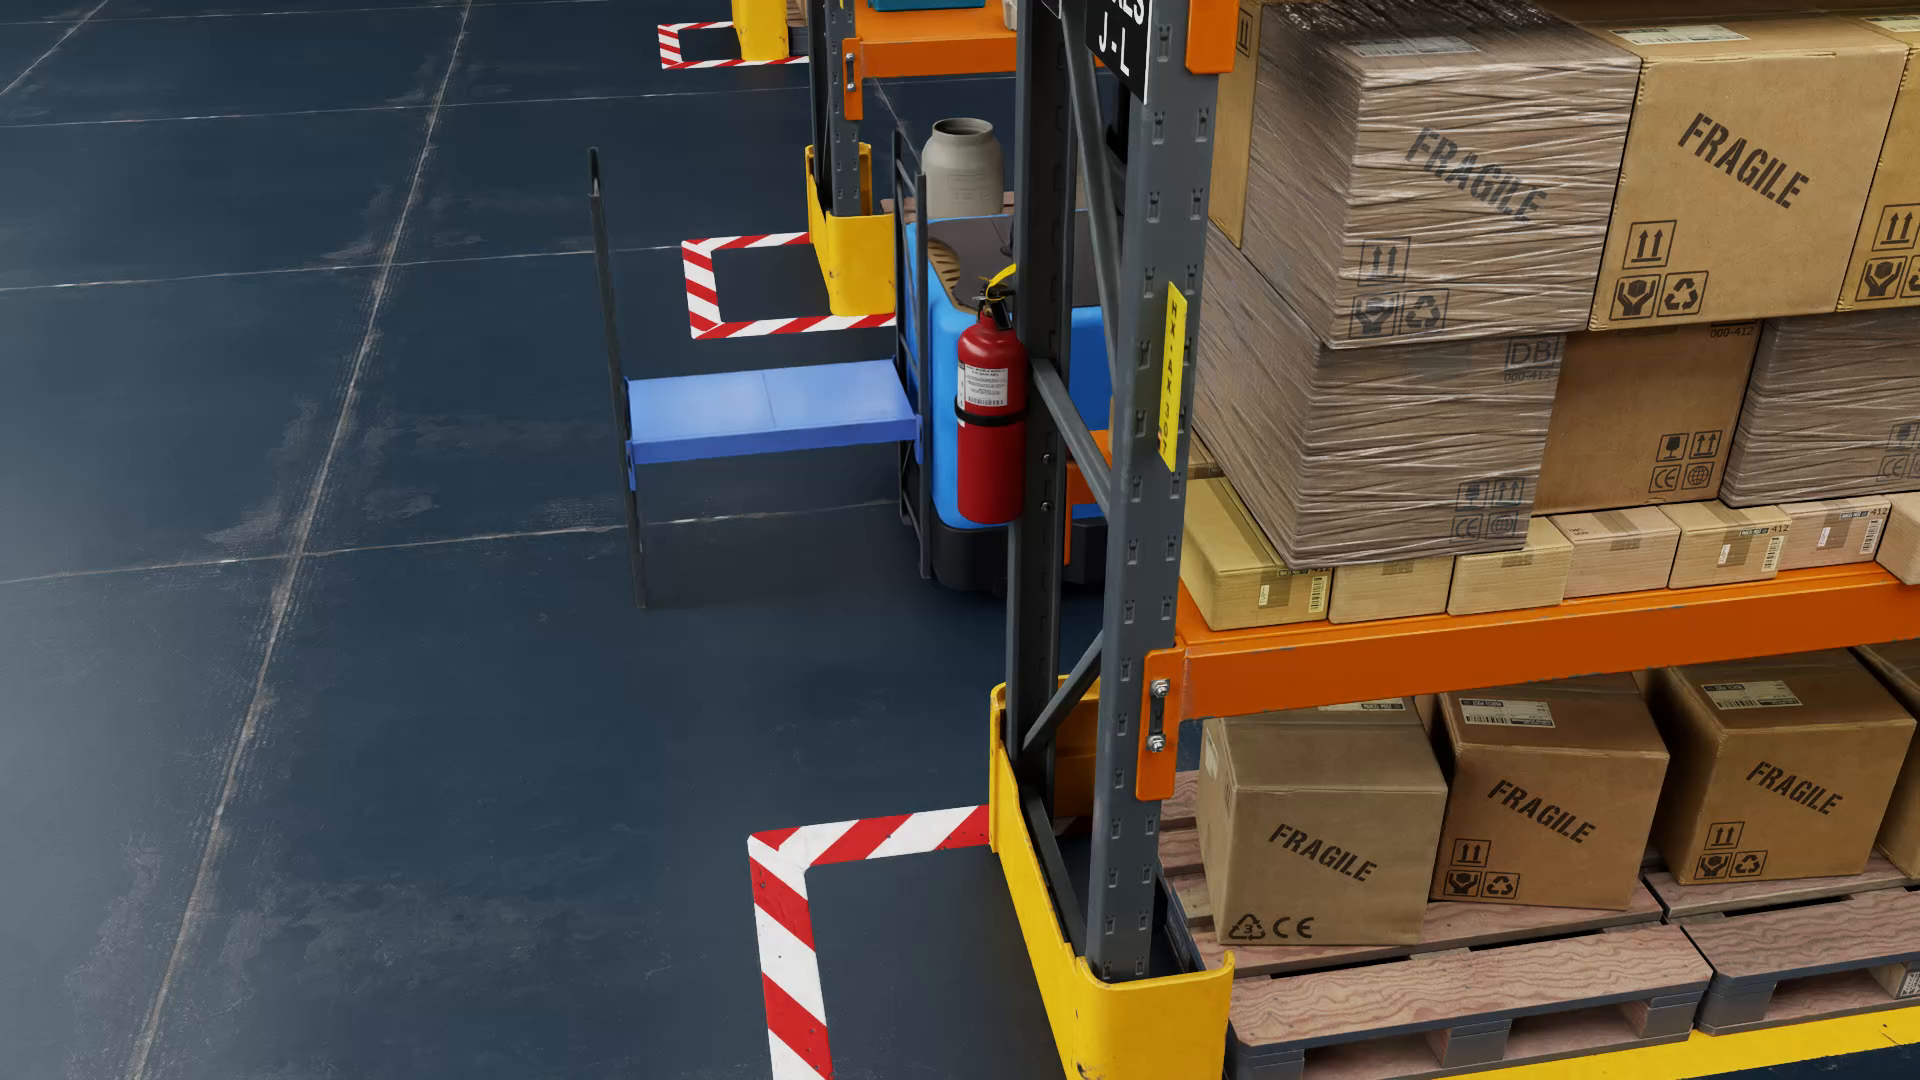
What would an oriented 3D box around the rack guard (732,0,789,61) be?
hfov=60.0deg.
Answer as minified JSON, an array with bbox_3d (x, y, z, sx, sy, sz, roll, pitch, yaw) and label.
[{"bbox_3d":[-1.531,-4.042,12.630,0.348,0.500,1.175,-5,31,-9],"label":"rack guard"}]

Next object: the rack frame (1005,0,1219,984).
[{"bbox_3d":[0.273,-0.182,3.600,0.127,3.000,1.000,-5,31,-9],"label":"rack frame"}]

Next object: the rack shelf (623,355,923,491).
[{"bbox_3d":[-0.667,-0.422,5.843,1.000,0.185,0.538,-6,31,-10],"label":"rack shelf"}]

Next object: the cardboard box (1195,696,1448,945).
[{"bbox_3d":[0.890,0.666,4.210,0.500,0.500,0.500,0,30,0],"label":"cardboard box"}]

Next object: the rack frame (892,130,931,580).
[{"bbox_3d":[-0.169,-0.628,5.838,0.032,1.500,0.500,-6,31,-10],"label":"rack frame"}]

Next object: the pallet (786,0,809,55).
[{"bbox_3d":[-0.763,-4.010,12.861,1.213,0.211,1.003,-5,31,-9],"label":"pallet"}]

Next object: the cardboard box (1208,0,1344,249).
[{"bbox_3d":[0.769,-0.958,3.541,0.500,0.500,0.500,-5,31,-9],"label":"cardboard box"}]

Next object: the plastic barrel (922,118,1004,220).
[{"bbox_3d":[0.014,-1.858,8.491,0.421,0.512,0.421,0,30,0],"label":"plastic barrel"}]

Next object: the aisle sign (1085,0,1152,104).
[{"bbox_3d":[0.266,-1.147,2.677,0.004,0.787,0.394,-5,31,-9],"label":"aisle sign"}]

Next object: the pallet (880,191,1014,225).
[{"bbox_3d":[0.247,-1.551,8.680,1.213,0.211,1.003,-5,31,-9],"label":"pallet"}]

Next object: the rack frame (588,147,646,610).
[{"bbox_3d":[-1.165,-0.526,5.665,0.032,1.500,0.500,-6,31,-10],"label":"rack frame"}]

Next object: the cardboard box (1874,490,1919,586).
[{"bbox_3d":[2.089,-0.069,3.657,0.250,0.149,0.380,-5,31,-9],"label":"cardboard box"}]

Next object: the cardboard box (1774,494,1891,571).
[{"bbox_3d":[1.825,-0.098,3.706,0.250,0.149,0.380,-5,31,-9],"label":"cardboard box"}]

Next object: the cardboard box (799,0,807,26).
[{"bbox_3d":[-0.940,-4.055,12.486,0.500,0.250,0.500,-5,31,-9],"label":"cardboard box"}]

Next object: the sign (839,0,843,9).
[{"bbox_3d":[-0.524,-2.496,7.263,0.005,0.325,0.100,-5,31,-9],"label":"sign"}]

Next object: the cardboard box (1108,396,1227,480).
[{"bbox_3d":[0.516,-0.203,3.883,0.250,0.149,0.380,-5,31,-9],"label":"cardboard box"}]

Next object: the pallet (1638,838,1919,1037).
[{"bbox_3d":[2.351,0.847,4.601,1.213,0.211,1.003,-5,31,-9],"label":"pallet"}]

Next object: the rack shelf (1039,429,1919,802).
[{"bbox_3d":[2.240,-0.054,4.093,4.000,0.370,1.077,-5,31,-9],"label":"rack shelf"}]

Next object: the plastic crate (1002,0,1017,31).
[{"bbox_3d":[0.319,-2.459,7.733,0.250,0.136,0.298,-5,31,-9],"label":"plastic crate"}]

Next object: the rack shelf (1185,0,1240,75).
[{"bbox_3d":[2.240,-1.347,3.333,4.000,0.370,1.077,-5,31,-9],"label":"rack shelf"}]

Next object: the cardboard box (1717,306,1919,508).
[{"bbox_3d":[1.789,-0.519,3.782,0.500,0.500,0.875,-5,31,-9],"label":"cardboard box"}]

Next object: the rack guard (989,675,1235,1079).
[{"bbox_3d":[0.348,0.889,4.246,0.348,0.500,1.175,-5,31,-9],"label":"rack guard"}]

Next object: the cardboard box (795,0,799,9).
[{"bbox_3d":[-1.033,-4.313,12.925,0.500,0.250,0.500,-5,31,-9],"label":"cardboard box"}]

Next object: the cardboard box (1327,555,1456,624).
[{"bbox_3d":[0.846,0.006,3.528,0.250,0.149,0.380,-5,31,-9],"label":"cardboard box"}]

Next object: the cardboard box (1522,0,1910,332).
[{"bbox_3d":[1.356,-0.741,3.172,0.500,0.500,0.500,-5,31,-9],"label":"cardboard box"}]

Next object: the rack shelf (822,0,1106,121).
[{"bbox_3d":[1.348,-2.524,8.293,4.000,0.370,1.077,-5,31,-9],"label":"rack shelf"}]

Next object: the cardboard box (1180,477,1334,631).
[{"bbox_3d":[0.596,0.019,3.506,0.250,0.149,0.380,-5,31,-9],"label":"cardboard box"}]

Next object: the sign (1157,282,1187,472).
[{"bbox_3d":[0.371,-0.285,2.921,0.005,0.325,0.100,-5,31,-9],"label":"sign"}]

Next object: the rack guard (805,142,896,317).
[{"bbox_3d":[-0.553,-1.604,8.485,0.348,0.500,1.175,-5,31,-9],"label":"rack guard"}]

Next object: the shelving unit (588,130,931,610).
[{"bbox_3d":[-0.667,-0.577,5.751,1.048,1.500,0.538,-6,31,-10],"label":"shelving unit"}]

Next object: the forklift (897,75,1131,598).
[{"bbox_3d":[1.322,-1.425,5.782,3.031,2.935,1.130,-6,31,-10],"label":"forklift"}]

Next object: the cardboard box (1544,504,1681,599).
[{"bbox_3d":[1.336,-0.043,3.611,0.250,0.149,0.380,-5,31,-9],"label":"cardboard box"}]

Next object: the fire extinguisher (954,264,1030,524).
[{"bbox_3d":[0.077,-0.368,3.993,0.183,0.674,0.296,-5,31,-9],"label":"fire extinguisher"}]

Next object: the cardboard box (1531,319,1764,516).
[{"bbox_3d":[1.289,-0.495,3.741,0.500,0.500,0.875,-5,31,-9],"label":"cardboard box"}]

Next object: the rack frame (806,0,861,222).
[{"bbox_3d":[-0.619,-2.651,7.800,0.127,3.000,1.000,-5,31,-9],"label":"rack frame"}]

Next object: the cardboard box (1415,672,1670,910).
[{"bbox_3d":[1.472,0.594,4.332,0.500,0.500,0.500,2,31,4],"label":"cardboard box"}]

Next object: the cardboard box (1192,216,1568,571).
[{"bbox_3d":[0.819,-0.390,3.561,0.500,0.500,0.875,-5,31,-9],"label":"cardboard box"}]

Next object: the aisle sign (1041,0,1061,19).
[{"bbox_3d":[0.158,-1.447,3.186,0.004,0.787,0.394,-5,31,-9],"label":"aisle sign"}]

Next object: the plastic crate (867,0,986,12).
[{"bbox_3d":[-0.181,-2.782,8.169,0.616,0.251,0.499,-5,31,-9],"label":"plastic crate"}]

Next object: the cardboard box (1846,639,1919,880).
[{"bbox_3d":[2.648,0.518,4.462,0.500,0.500,0.500,-8,31,-13],"label":"cardboard box"}]

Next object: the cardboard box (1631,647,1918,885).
[{"bbox_3d":[2.091,0.547,4.413,0.500,0.500,0.500,-3,31,-4],"label":"cardboard box"}]

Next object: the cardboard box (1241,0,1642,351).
[{"bbox_3d":[0.863,-0.699,3.100,0.500,0.500,0.500,-5,31,-9],"label":"cardboard box"}]

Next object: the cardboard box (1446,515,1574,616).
[{"bbox_3d":[1.094,-0.009,3.555,0.250,0.149,0.380,-5,31,-9],"label":"cardboard box"}]

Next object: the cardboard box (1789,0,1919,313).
[{"bbox_3d":[1.848,-0.787,3.251,0.500,0.500,0.500,-5,31,-9],"label":"cardboard box"}]

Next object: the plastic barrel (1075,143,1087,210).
[{"bbox_3d":[0.508,-1.904,8.569,0.421,0.512,0.421,0,30,0],"label":"plastic barrel"}]

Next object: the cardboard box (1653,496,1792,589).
[{"bbox_3d":[1.584,-0.062,3.644,0.250,0.149,0.380,-5,31,-9],"label":"cardboard box"}]

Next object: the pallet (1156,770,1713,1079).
[{"bbox_3d":[1.153,0.957,4.415,1.213,0.211,1.003,-5,31,-9],"label":"pallet"}]
